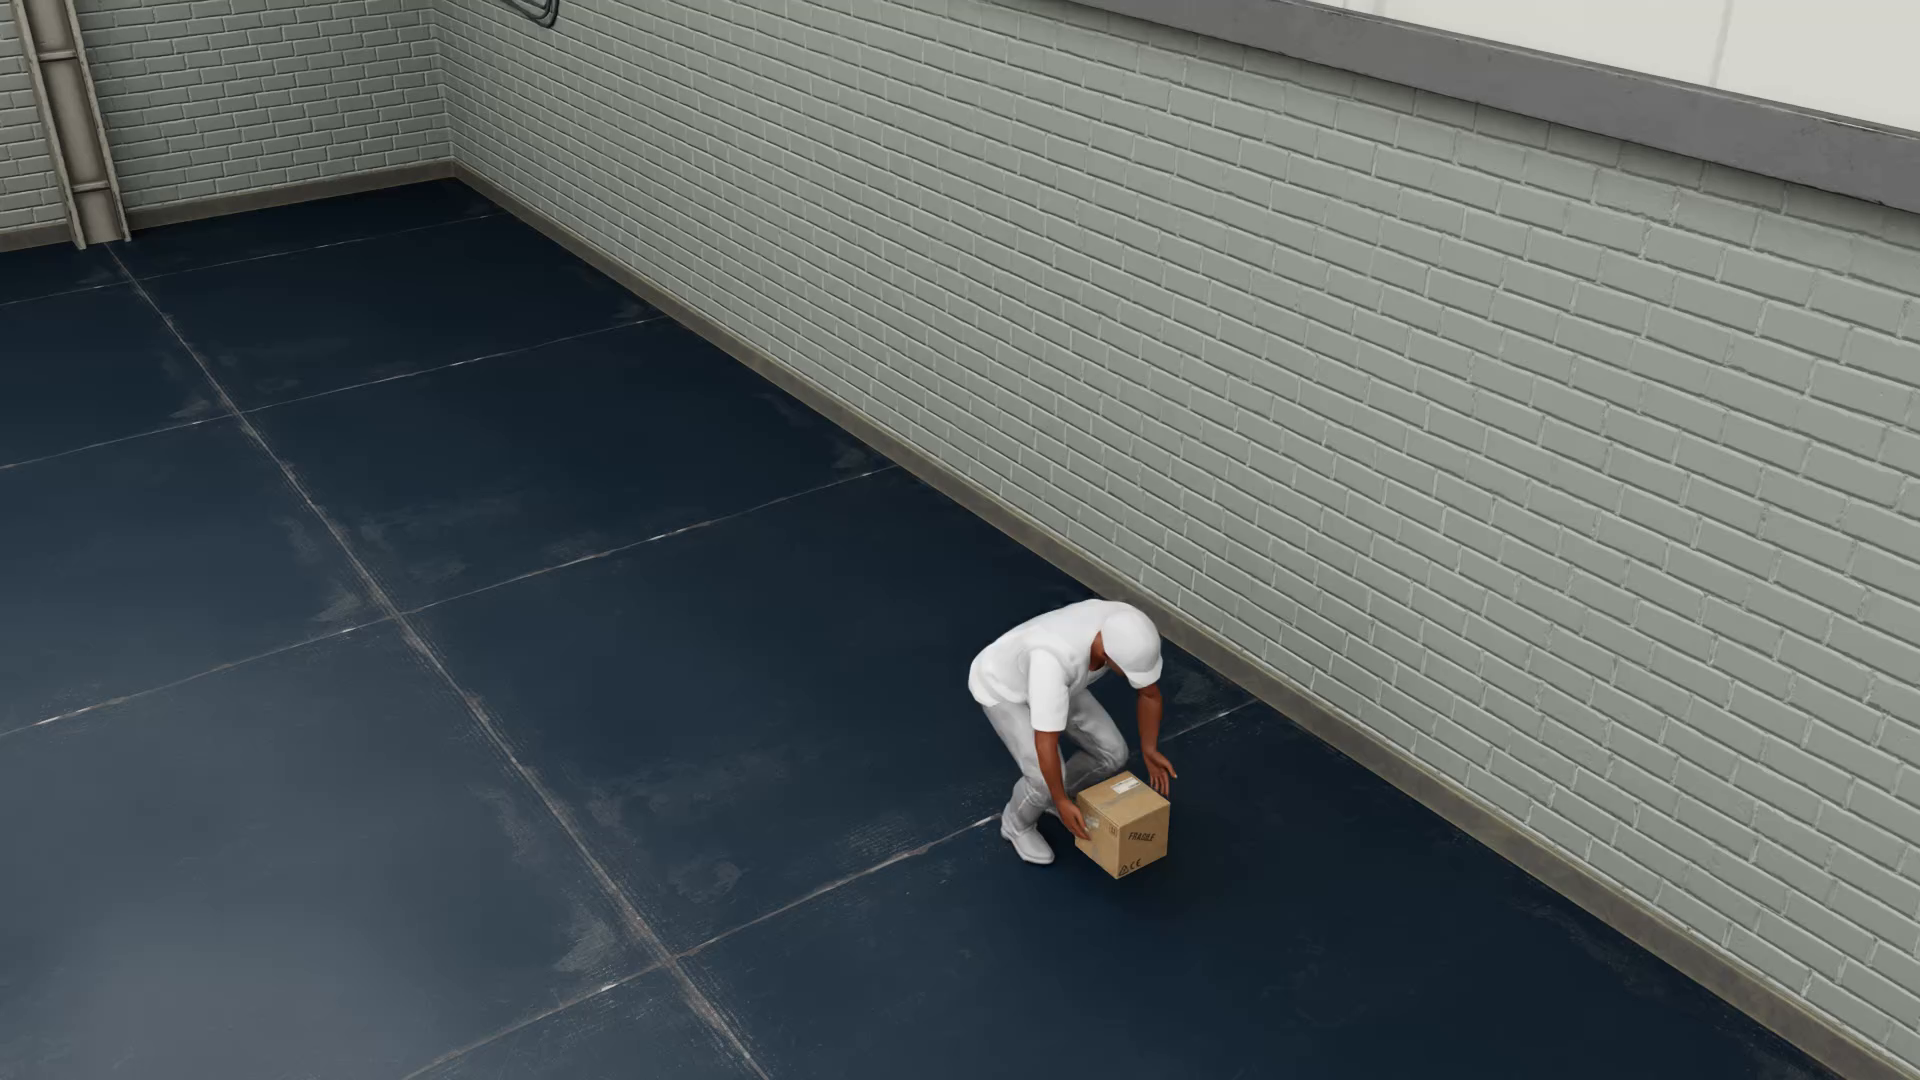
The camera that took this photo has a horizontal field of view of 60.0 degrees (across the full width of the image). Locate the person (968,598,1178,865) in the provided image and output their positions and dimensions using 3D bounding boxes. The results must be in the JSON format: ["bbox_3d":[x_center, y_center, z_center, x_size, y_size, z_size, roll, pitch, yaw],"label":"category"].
[{"bbox_3d":[0.435,0.673,6.445,0.620,1.207,0.839,-19,34,-31],"label":"person"}]
